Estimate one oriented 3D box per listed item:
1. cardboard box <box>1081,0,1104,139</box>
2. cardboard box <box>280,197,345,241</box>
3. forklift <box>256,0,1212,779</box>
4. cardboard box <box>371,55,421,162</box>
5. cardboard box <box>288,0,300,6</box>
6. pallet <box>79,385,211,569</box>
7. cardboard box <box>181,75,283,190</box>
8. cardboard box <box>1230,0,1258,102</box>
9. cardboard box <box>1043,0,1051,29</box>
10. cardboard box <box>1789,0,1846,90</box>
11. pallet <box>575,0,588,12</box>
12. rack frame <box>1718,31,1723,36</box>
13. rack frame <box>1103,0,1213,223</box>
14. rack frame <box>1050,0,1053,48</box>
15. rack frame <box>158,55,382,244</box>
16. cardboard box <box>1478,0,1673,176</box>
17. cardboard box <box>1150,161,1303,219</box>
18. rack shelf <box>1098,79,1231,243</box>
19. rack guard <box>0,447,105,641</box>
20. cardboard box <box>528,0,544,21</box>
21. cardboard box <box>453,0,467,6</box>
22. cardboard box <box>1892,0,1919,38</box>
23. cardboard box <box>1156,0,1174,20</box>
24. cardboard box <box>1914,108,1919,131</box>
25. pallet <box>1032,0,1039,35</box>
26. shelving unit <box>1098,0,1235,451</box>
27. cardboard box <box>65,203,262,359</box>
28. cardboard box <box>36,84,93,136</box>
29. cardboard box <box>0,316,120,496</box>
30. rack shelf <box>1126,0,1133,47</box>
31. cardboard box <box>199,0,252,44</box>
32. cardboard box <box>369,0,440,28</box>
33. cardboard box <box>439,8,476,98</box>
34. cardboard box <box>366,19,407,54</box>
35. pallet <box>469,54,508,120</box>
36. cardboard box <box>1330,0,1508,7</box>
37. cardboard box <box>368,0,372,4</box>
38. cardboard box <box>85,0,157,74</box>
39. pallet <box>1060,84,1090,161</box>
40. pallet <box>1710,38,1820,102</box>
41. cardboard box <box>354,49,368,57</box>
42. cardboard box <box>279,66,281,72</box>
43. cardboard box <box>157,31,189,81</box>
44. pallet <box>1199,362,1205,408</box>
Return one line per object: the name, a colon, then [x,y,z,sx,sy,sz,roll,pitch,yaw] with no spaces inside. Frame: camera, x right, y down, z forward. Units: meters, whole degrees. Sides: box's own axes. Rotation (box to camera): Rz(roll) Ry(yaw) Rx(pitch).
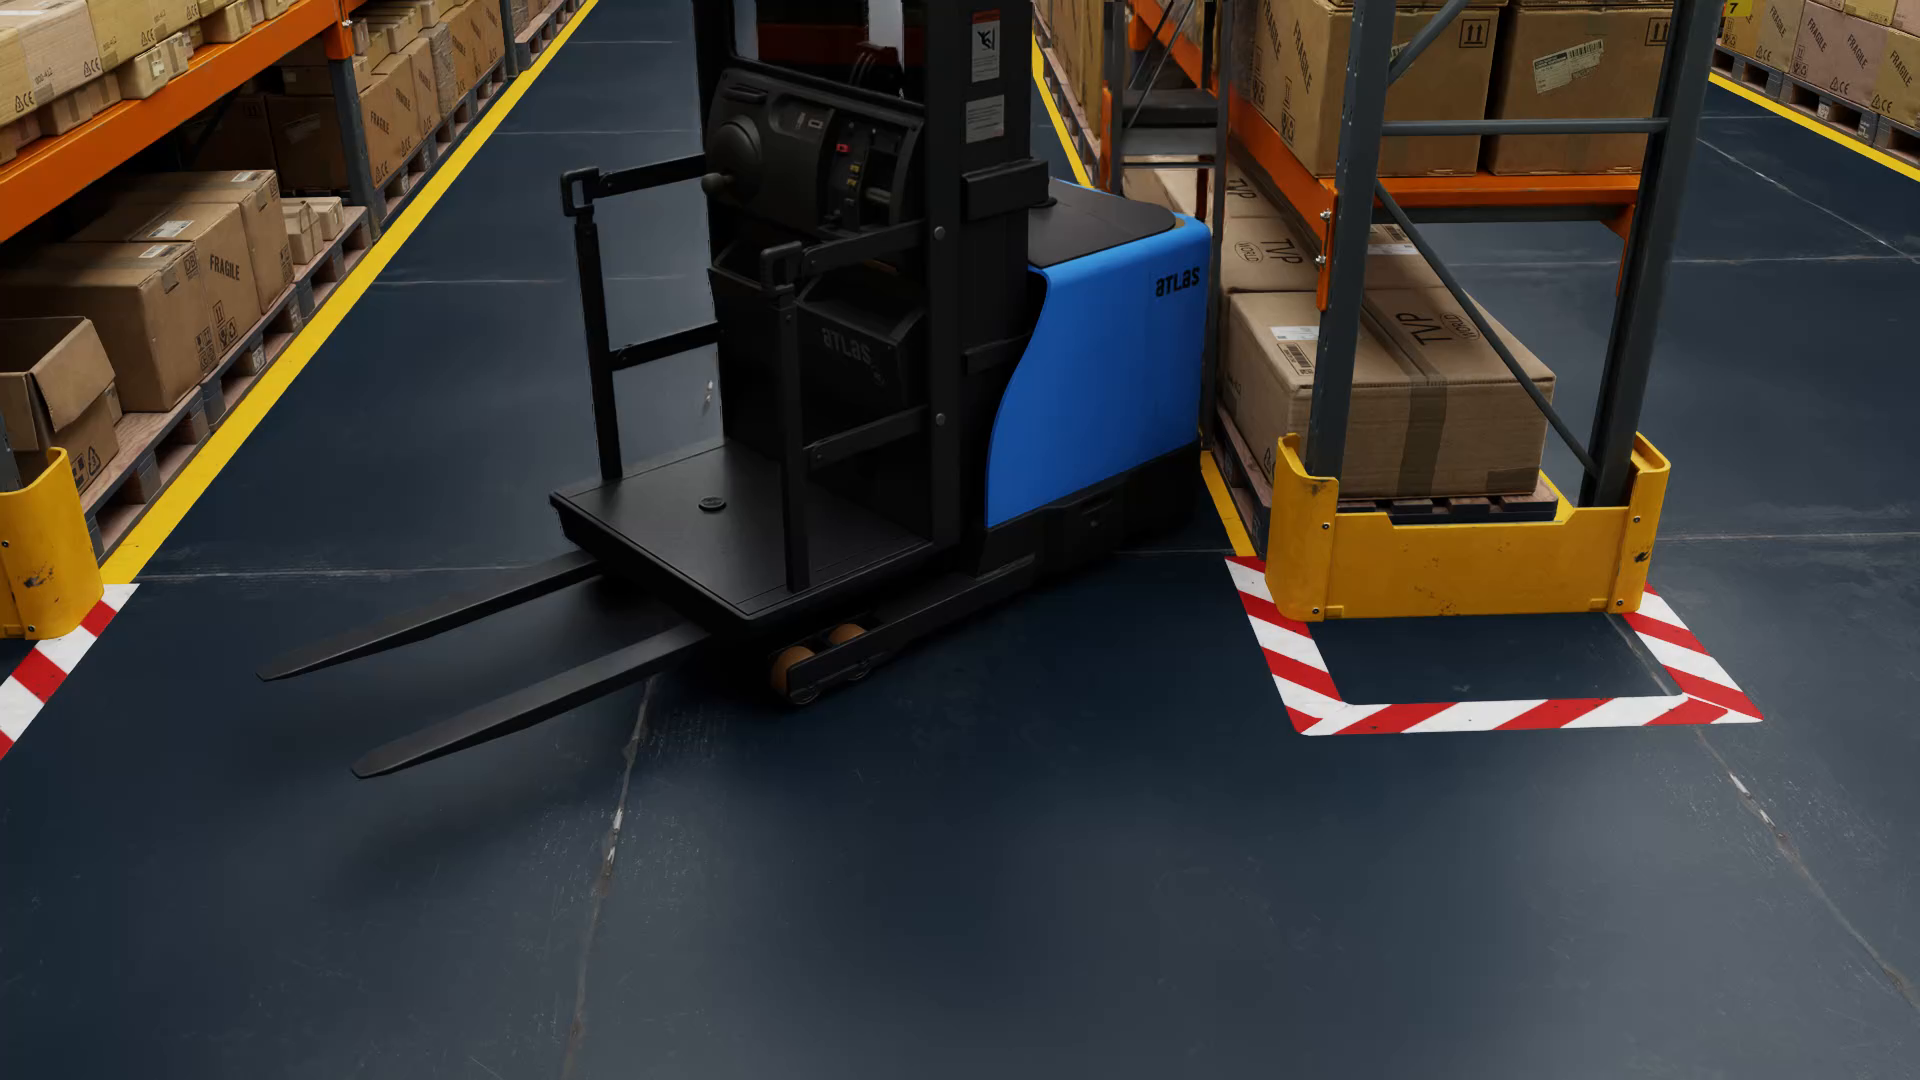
cardboard box: [1.221,-2.967,10.038,0.875,0.875,0.875,-1,28,-1]
cardboard box: [-3.247,-1.572,8.148,0.380,0.149,0.250,-2,28,-4]
forklift: [-0.593,-1.094,4.678,3.031,2.935,1.130,-23,35,-36]
cardboard box: [-3.407,-2.452,9.456,0.500,0.500,0.500,-2,28,-3]
cardboard box: [-3.265,-2.527,7.624,0.380,0.149,0.250,-1,28,-1]
pallet: [-3.407,-0.219,5.942,1.003,0.211,1.213,-1,28,-3]
cardboard box: [-3.890,-2.197,8.968,0.500,0.500,0.500,-2,28,-3]
cardboard box: [1.259,-1.904,6.049,0.500,0.500,0.500,-1,28,-1]
cardboard box: [1.159,-4.151,12.852,0.950,0.372,0.625,-3,28,-6]
cardboard box: [5.960,-3.311,11.103,0.500,0.500,0.500,-2,28,-4]
pallet: [-3.909,-5.018,15.144,1.003,0.211,1.213,-1,28,-3]
rack frame: [6.117,-5.035,12.159,1.000,3.000,0.127,-1,28,-3]
rack frame: [0.738,-1.492,6.297,0.400,2.100,0.015,0,22,1]
rack frame: [1.179,-4.868,11.841,1.000,3.000,0.127,-1,28,-3]
rack frame: [-3.569,-2.900,8.066,1.000,3.000,0.127,-1,28,-3]
cardboard box: [1.858,-1.447,5.172,0.500,0.500,0.500,-2,28,-3]
cardboard box: [1.361,-1.365,7.441,0.875,0.438,0.875,-2,28,-4]
rack shelf: [0.735,-1.389,6.075,0.431,0.518,0.480,0,22,1]
rack guard: [-3.364,0.021,5.169,1.175,0.500,0.348,-1,28,-3]
cardboard box: [-3.839,-4.470,13.191,0.875,0.625,0.625,-1,28,-1]
cardboard box: [-3.484,-3.642,11.037,0.380,0.149,0.250,-2,28,-4]
cardboard box: [6.021,-3.173,10.029,0.500,0.250,0.500,0,28,0]
cardboard box: [1.173,-2.610,7.402,0.500,0.500,0.500,-1,28,-2]
cardboard box: [6.036,-2.601,9.742,0.500,0.500,0.500,-2,28,-4]
pallet: [1.079,-4.555,14.255,1.003,0.211,1.213,-1,28,-3]
shelving unit: [0.734,-1.401,6.070,0.431,2.100,0.503,0,22,1]
cardboard box: [-3.231,-1.057,6.782,0.500,0.500,0.500,-1,28,-2]
cardboard box: [-3.163,-1.454,5.567,0.380,0.149,0.250,-1,28,-1]
cardboard box: [-3.297,-0.416,5.550,0.797,0.503,0.637,-2,28,-5]
rack shelf: [1.283,-3.626,10.236,1.077,0.370,4.000,-1,28,-3]
cardboard box: [-3.199,-2.169,6.936,0.380,0.149,0.250,-2,28,-3]
cardboard box: [-3.458,-3.277,10.337,0.380,0.149,0.250,-3,28,-5]
cardboard box: [-3.495,-3.162,10.817,0.500,0.500,0.500,0,28,0]
cardboard box: [-3.442,-2.924,9.660,0.380,0.149,0.250,-1,28,-3]
pallet: [-3.777,-3.165,11.590,1.003,0.211,1.213,-1,28,-3]
cardboard box: [1.334,-1.878,4.919,0.500,0.500,0.500,0,28,-1]
cardboard box: [-3.982,-3.628,11.009,0.380,0.149,0.250,-1,28,-2]
cardboard box: [-3.171,-1.801,5.799,0.500,0.250,0.500,-2,28,-4]
pallet: [1.205,-2.704,10.706,1.003,0.211,1.213,-1,28,-3]
pallet: [6.156,-3.437,12.112,1.003,0.211,1.213,-1,28,-3]
cardboard box: [-3.414,-2.563,8.968,0.380,0.149,0.250,-2,28,-4]
cardboard box: [-3.916,-2.661,9.157,0.380,0.149,0.250,-1,28,-2]
cardboard box: [-3.155,-1.817,6.261,0.380,0.149,0.250,-1,28,-1]
pallet: [1.416,-0.867,7.184,1.003,0.211,1.213,-1,28,-3]
